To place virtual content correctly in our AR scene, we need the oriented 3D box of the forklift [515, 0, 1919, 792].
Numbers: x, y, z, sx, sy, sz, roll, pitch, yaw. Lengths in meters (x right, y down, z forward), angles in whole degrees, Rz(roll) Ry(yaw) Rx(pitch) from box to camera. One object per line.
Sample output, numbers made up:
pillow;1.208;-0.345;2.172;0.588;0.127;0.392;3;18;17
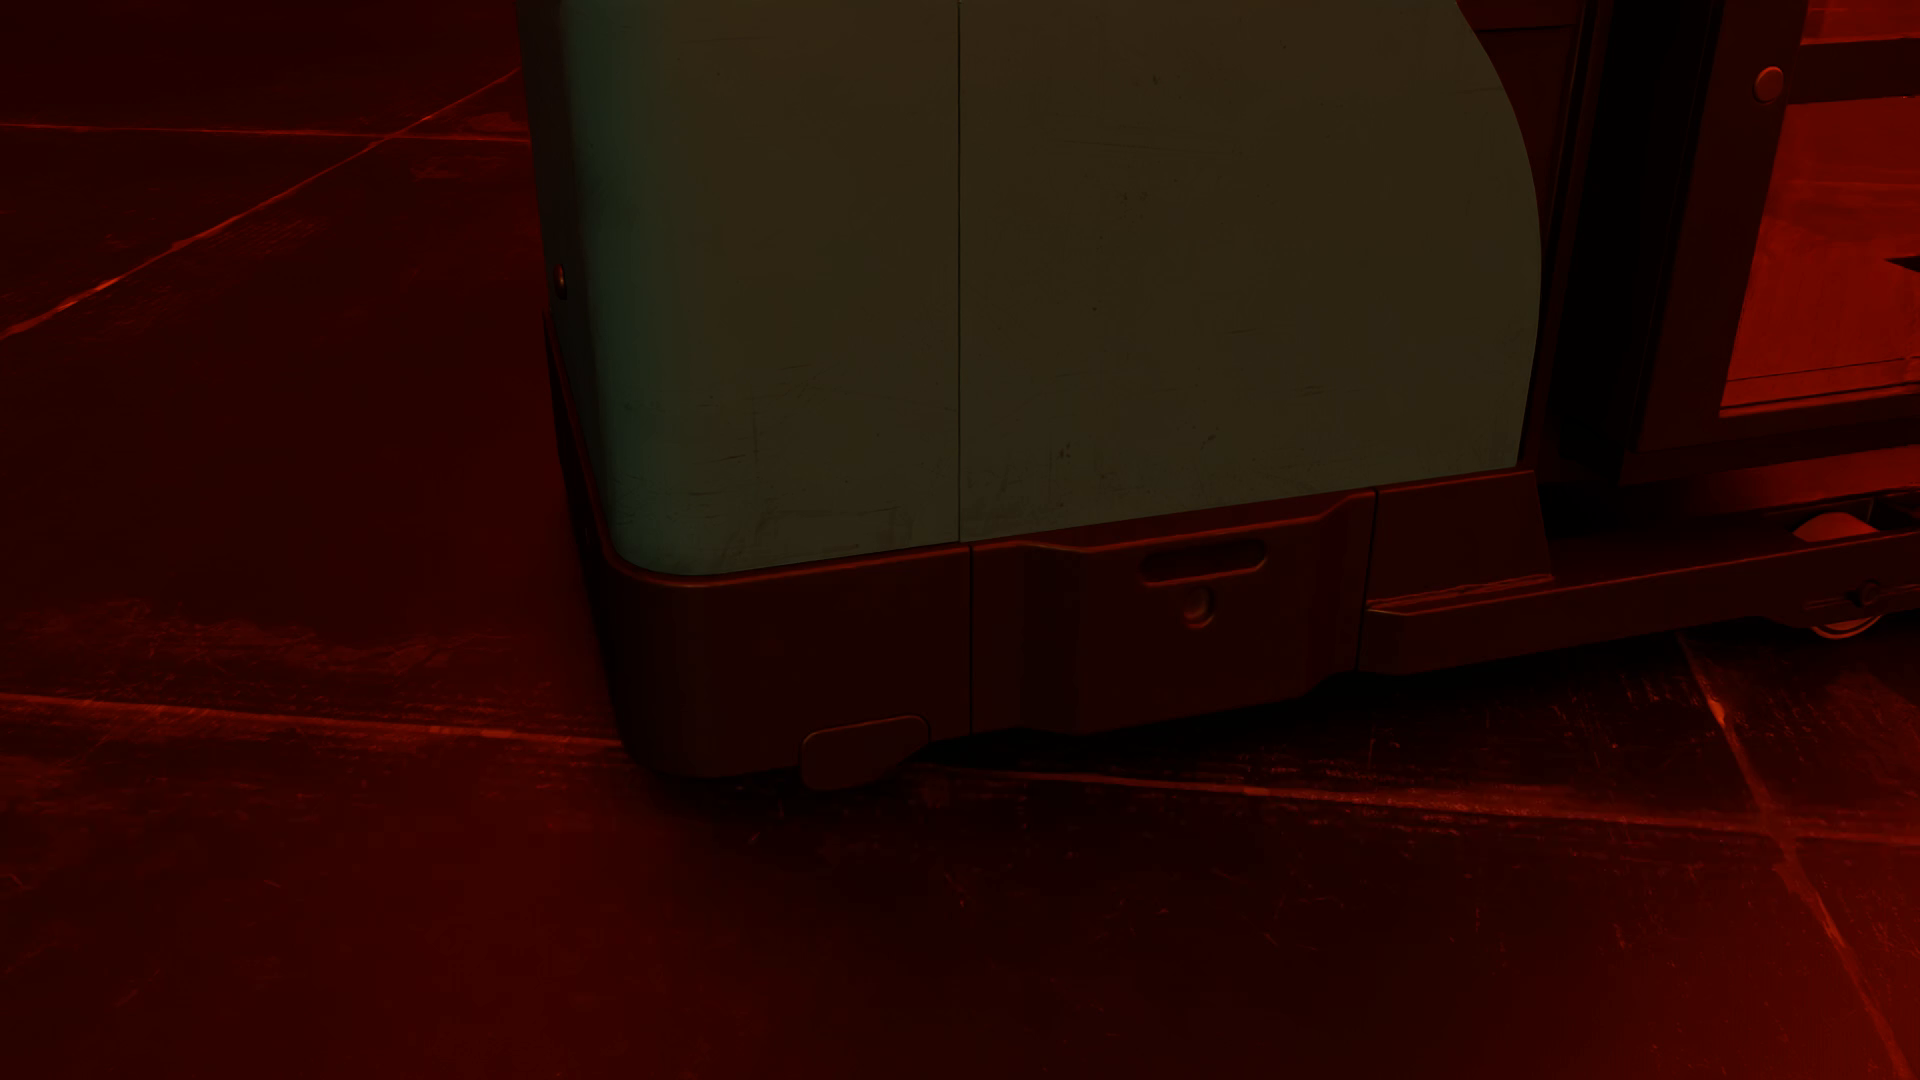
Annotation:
forklift;0.945;-1.396;2.015;3.031;2.935;1.130;-8;28;-15
